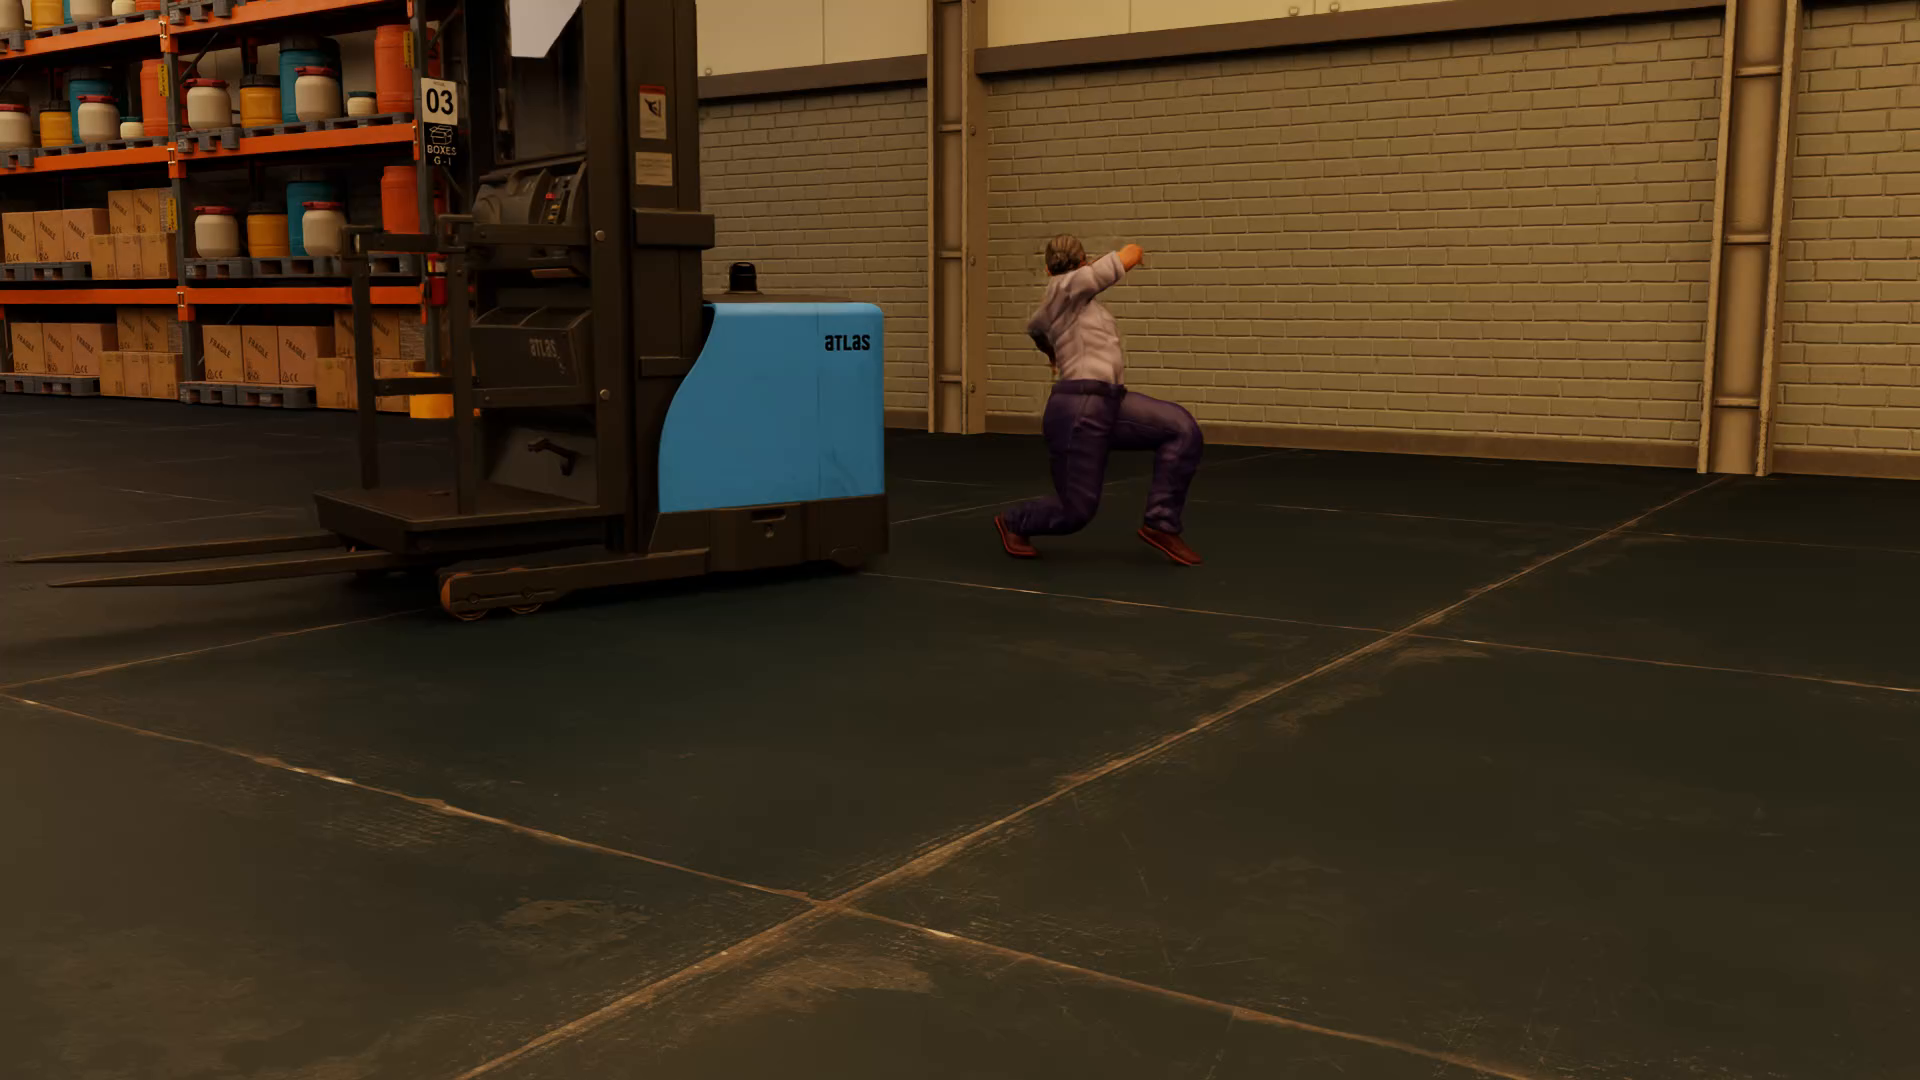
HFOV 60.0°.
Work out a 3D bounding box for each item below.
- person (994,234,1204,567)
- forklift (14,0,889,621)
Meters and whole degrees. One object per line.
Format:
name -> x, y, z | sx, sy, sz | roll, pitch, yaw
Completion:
person -> 0.635, -0.609, 7.106 | 0.929, 1.373, 0.912 | 3, 9, 21
forklift -> -1.767, -1.259, 6.048 | 3.031, 2.935, 1.130 | -6, 10, -37
